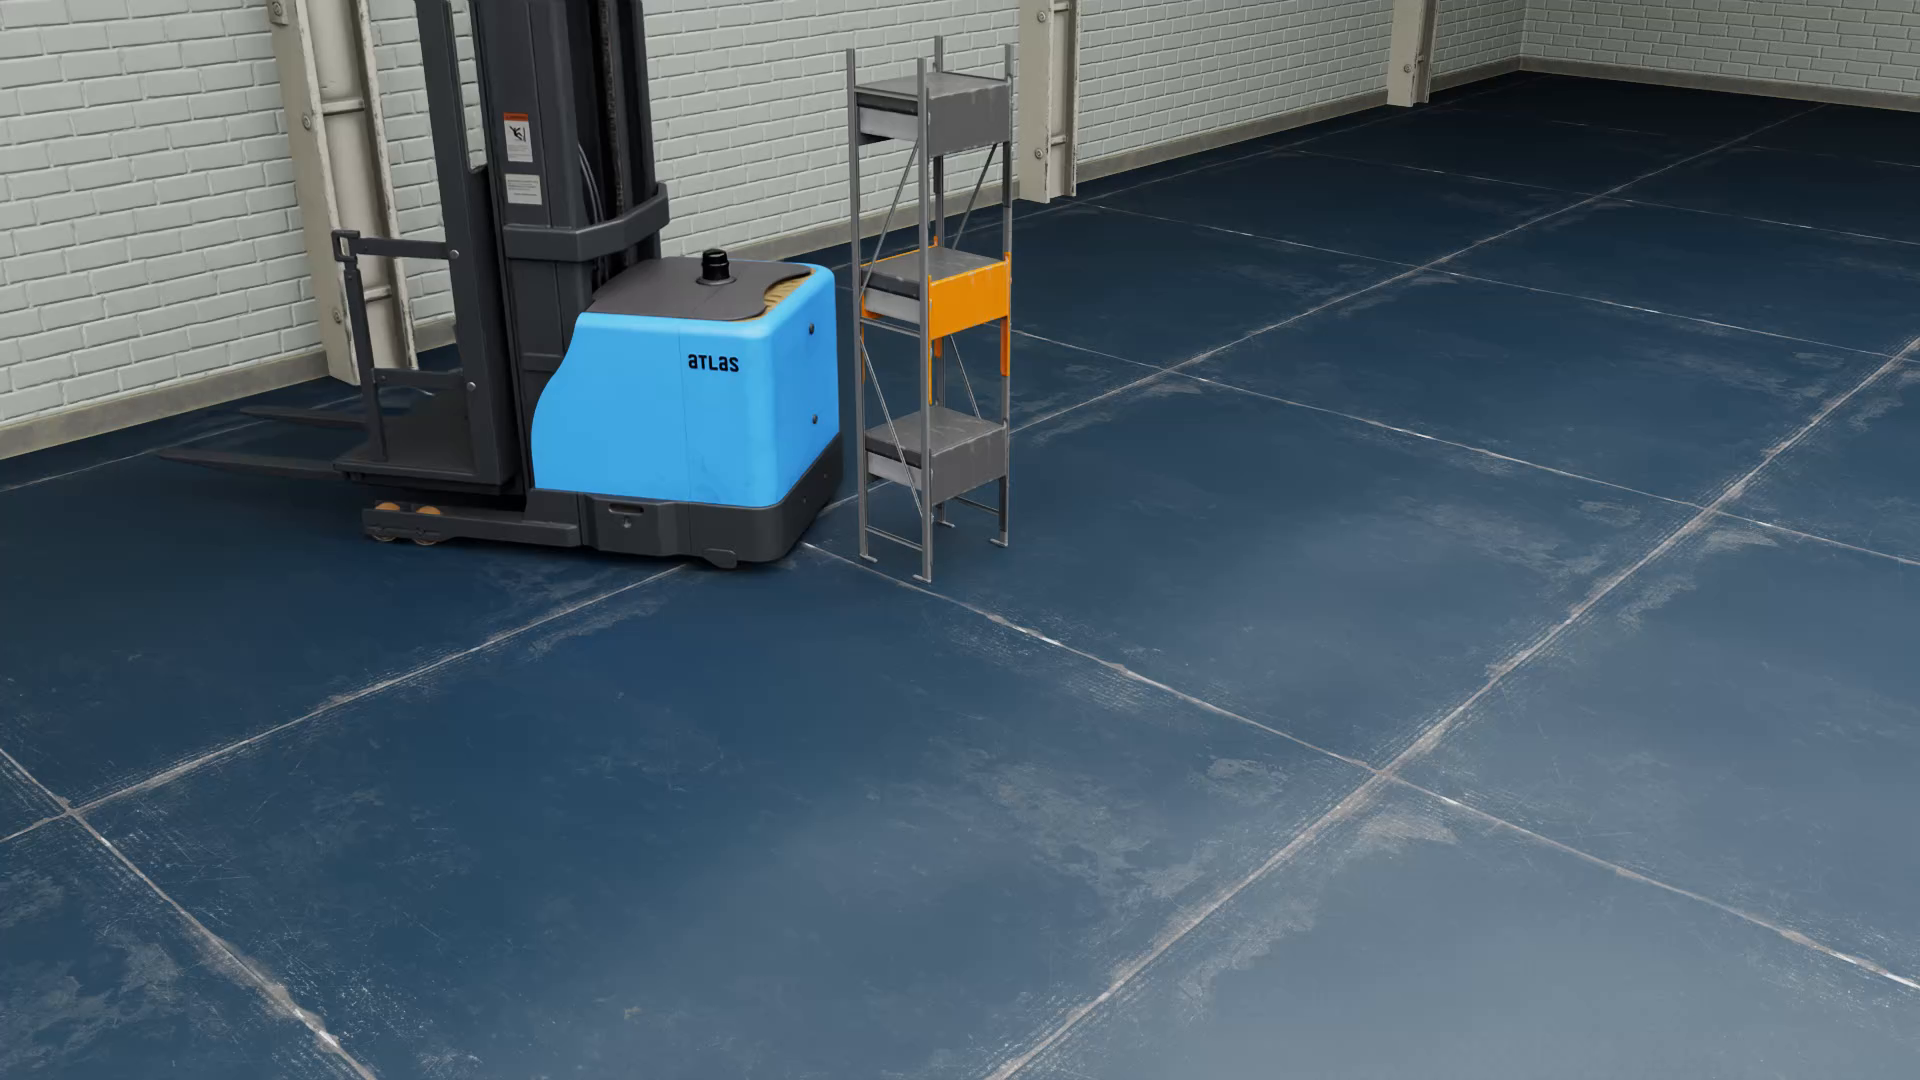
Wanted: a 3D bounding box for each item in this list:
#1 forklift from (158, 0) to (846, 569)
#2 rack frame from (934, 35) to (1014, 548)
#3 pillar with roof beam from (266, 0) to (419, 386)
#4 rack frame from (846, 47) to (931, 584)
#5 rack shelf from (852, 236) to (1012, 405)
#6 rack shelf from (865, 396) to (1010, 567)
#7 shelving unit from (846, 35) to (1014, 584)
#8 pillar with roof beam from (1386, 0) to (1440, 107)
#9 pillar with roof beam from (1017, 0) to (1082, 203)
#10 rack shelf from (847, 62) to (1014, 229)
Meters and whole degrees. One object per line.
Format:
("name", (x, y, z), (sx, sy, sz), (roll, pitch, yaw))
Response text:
("forklift", (-2.103, -1.516, 7.048), (3.031, 2.935, 1.130), (5, 25, 12))
("rack frame", (0.052, -0.982, 6.874), (0.400, 2.100, 0.015), (20, 31, 38))
("pillar with roof beam", (-0.100, -3.881, 4.906), (9.100, 9.000, 0.400), (20, 31, 38))
("rack frame", (-0.273, -0.833, 6.542), (0.400, 2.100, 0.015), (20, 31, 38))
("rack shelf", (-0.110, -0.895, 6.714), (0.431, 0.518, 0.480), (20, 31, 38))
("rack shelf", (-0.110, -0.256, 7.000), (0.431, 0.518, 0.480), (20, 31, 38))
("shelving unit", (-0.110, -0.908, 6.708), (0.431, 2.100, 0.503), (20, 31, 38))
("pillar with roof beam", (7.909, -7.537, 13.060), (9.100, 9.000, 0.400), (20, 31, 38))
("pillar with roof beam", (3.904, -5.709, 8.983), (9.100, 9.000, 0.400), (20, 31, 38))
("rack shelf", (-0.110, -1.534, 6.427), (0.431, 0.518, 0.480), (20, 31, 38))
